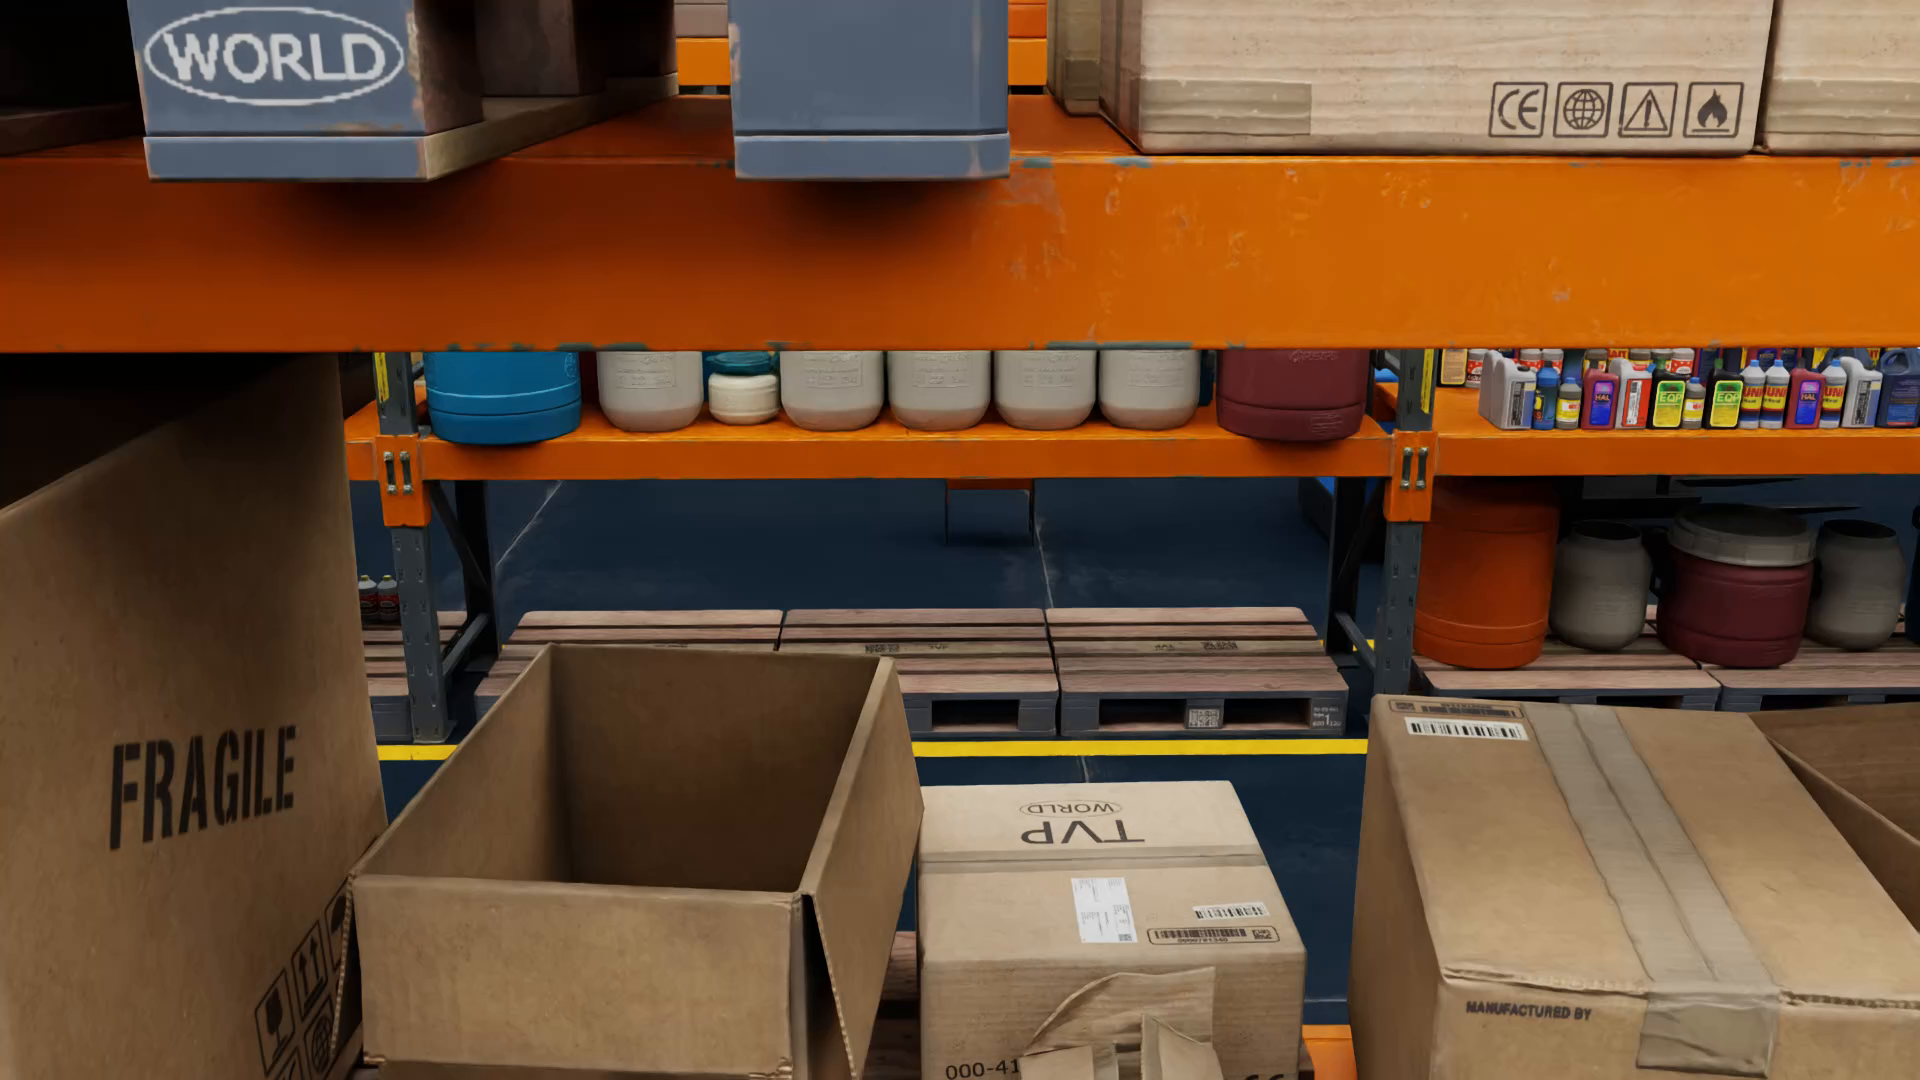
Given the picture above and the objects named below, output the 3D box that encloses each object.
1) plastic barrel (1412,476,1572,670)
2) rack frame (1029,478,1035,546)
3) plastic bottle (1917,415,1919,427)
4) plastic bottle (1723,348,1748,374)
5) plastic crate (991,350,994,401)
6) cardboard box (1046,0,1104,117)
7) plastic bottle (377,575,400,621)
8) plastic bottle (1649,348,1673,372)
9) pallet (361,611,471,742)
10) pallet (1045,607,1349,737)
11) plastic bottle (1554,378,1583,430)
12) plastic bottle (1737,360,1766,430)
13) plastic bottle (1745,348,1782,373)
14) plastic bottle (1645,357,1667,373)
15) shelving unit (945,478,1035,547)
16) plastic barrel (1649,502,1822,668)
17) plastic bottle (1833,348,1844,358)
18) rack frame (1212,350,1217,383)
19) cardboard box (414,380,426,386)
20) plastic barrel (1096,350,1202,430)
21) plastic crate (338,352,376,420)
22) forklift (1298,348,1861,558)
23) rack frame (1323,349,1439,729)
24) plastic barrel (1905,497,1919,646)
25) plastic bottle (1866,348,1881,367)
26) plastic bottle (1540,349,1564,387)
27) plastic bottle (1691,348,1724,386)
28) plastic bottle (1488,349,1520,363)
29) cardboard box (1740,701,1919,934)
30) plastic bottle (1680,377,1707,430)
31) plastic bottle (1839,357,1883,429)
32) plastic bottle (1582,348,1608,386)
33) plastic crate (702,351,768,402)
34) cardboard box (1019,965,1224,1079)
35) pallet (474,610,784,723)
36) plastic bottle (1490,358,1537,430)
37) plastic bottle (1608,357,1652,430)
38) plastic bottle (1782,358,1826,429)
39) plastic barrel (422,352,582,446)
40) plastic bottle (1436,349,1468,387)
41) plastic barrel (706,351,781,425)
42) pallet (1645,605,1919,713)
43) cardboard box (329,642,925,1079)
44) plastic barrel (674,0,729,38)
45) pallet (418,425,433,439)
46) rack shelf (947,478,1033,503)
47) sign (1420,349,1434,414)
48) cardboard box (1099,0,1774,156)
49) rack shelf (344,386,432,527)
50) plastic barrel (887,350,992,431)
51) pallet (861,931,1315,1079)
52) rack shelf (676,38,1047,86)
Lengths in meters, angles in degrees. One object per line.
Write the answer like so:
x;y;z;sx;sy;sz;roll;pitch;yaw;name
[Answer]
2.279;0.078;7.260;0.708;0.830;0.600;0;18;-1;plastic barrel
0.409;-0.573;9.370;0.015;1.200;0.240;0;18;-1;rack frame
3.934;-0.590;6.668;0.133;0.283;0.061;0;18;-1;plastic bottle
3.490;-0.851;7.369;0.185;0.351;0.144;0;18;-1;plastic bottle
0.170;-0.864;7.227;0.583;0.464;0.402;0;18;-1;plastic crate
0.367;-0.660;2.030;0.500;0.250;0.500;0;18;0;cardboard box
-2.636;0.262;7.681;0.097;0.201;0.097;0;18;0;plastic bottle
3.118;-0.785;7.409;0.097;0.201;0.097;0;18;0;plastic bottle
-2.882;0.589;7.365;1.213;0.211;1.003;0;18;-1;pallet
1.015;0.571;7.421;1.213;0.211;1.003;0;18;-1;pallet
2.442;-0.550;6.676;0.097;0.201;0.097;0;18;0;plastic bottle
3.171;-0.587;6.676;0.097;0.271;0.097;0;18;0;plastic bottle
3.518;-0.787;7.282;0.133;0.283;0.061;0;18;-1;plastic bottle
2.806;-0.603;6.728;0.097;0.271;0.097;0;18;0;plastic bottle
0.166;-0.572;9.367;0.503;1.200;0.258;0;18;-1;shelving unit
3.408;0.187;7.314;0.708;0.588;0.600;0;18;-1;plastic barrel
3.854;-0.778;7.272;0.097;0.271;0.097;0;18;0;plastic bottle
1.716;-2.261;11.686;0.127;3.000;1.000;0;18;-1;rack frame
-3.744;-1.057;11.747;0.500;0.250;0.500;0;18;-1;cardboard box
0.765;-0.731;6.734;0.421;0.512;0.421;0;18;0;plastic barrel
-2.735;-0.736;7.032;0.504;0.338;0.767;0;18;-1;plastic crate
3.572;-1.451;9.271;3.031;2.935;1.130;-1;18;-3;forklift
1.790;-0.748;6.969;0.127;3.000;1.000;0;18;-1;rack frame
4.537;0.032;7.283;0.708;0.901;0.600;0;18;-1;plastic barrel
4.047;-0.823;7.412;0.097;0.271;0.097;0;18;0;plastic bottle
2.632;-0.782;7.401;0.097;0.201;0.097;0;18;0;plastic bottle
3.331;-0.830;7.417;0.133;0.283;0.061;0;18;-1;plastic bottle
2.419;-0.826;7.403;0.133;0.283;0.061;0;18;-1;plastic bottle
1.329;0.532;2.128;0.500;0.500;0.500;-2;18;-8;cardboard box
2.940;-0.552;6.683;0.097;0.201;0.097;0;18;0;plastic bottle
3.615;-0.599;6.708;0.135;0.276;0.152;0;18;-1;plastic bottle
2.826;-0.783;7.404;0.097;0.201;0.097;0;18;0;plastic bottle
-1.111;-0.822;7.225;0.575;0.384;0.392;0;18;-1;plastic crate
0.205;0.719;1.928;0.258;0.266;0.396;-1;18;-2;cardboard box
-1.425;0.583;7.384;1.213;0.211;1.003;0;18;-1;pallet
2.228;-0.593;6.687;0.135;0.276;0.152;0;18;-1;plastic bottle
2.691;-0.595;6.694;0.135;0.276;0.152;0;18;-1;plastic bottle
3.384;-0.588;6.660;0.133;0.283;0.061;0;18;-1;plastic bottle
-1.818;-0.877;6.550;0.708;0.901;0.600;0;18;-1;plastic barrel
2.188;-0.825;7.400;0.133;0.283;0.061;0;18;-1;plastic bottle
-0.884;-0.623;6.804;0.301;0.262;0.301;0;18;0;plastic barrel
3.795;0.558;7.463;1.213;0.211;1.003;0;18;-1;pallet
-0.399;0.498;2.228;0.637;0.503;0.797;2;18;5;cardboard box
-1.050;-2.468;6.599;0.600;0.901;0.600;0;18;0;plastic barrel
-4.303;-0.916;12.058;1.213;0.211;1.003;0;18;-1;pallet
0.166;-0.319;9.448;0.480;0.148;0.258;0;18;-1;rack shelf
1.806;-0.658;6.421;0.005;0.325;0.100;0;18;-1;sign
0.399;-0.507;1.553;0.500;0.250;0.500;0;18;1;cardboard box
-4.209;-0.377;6.989;4.000;0.370;1.077;0;18;-1;rack shelf
-0.083;-0.737;6.712;0.433;0.535;0.433;0;18;0;plastic barrel
-0.110;0.878;2.214;1.213;0.211;1.003;0;18;-1;pallet
-0.210;-1.824;6.591;4.000;0.370;1.077;0;18;-1;rack shelf
